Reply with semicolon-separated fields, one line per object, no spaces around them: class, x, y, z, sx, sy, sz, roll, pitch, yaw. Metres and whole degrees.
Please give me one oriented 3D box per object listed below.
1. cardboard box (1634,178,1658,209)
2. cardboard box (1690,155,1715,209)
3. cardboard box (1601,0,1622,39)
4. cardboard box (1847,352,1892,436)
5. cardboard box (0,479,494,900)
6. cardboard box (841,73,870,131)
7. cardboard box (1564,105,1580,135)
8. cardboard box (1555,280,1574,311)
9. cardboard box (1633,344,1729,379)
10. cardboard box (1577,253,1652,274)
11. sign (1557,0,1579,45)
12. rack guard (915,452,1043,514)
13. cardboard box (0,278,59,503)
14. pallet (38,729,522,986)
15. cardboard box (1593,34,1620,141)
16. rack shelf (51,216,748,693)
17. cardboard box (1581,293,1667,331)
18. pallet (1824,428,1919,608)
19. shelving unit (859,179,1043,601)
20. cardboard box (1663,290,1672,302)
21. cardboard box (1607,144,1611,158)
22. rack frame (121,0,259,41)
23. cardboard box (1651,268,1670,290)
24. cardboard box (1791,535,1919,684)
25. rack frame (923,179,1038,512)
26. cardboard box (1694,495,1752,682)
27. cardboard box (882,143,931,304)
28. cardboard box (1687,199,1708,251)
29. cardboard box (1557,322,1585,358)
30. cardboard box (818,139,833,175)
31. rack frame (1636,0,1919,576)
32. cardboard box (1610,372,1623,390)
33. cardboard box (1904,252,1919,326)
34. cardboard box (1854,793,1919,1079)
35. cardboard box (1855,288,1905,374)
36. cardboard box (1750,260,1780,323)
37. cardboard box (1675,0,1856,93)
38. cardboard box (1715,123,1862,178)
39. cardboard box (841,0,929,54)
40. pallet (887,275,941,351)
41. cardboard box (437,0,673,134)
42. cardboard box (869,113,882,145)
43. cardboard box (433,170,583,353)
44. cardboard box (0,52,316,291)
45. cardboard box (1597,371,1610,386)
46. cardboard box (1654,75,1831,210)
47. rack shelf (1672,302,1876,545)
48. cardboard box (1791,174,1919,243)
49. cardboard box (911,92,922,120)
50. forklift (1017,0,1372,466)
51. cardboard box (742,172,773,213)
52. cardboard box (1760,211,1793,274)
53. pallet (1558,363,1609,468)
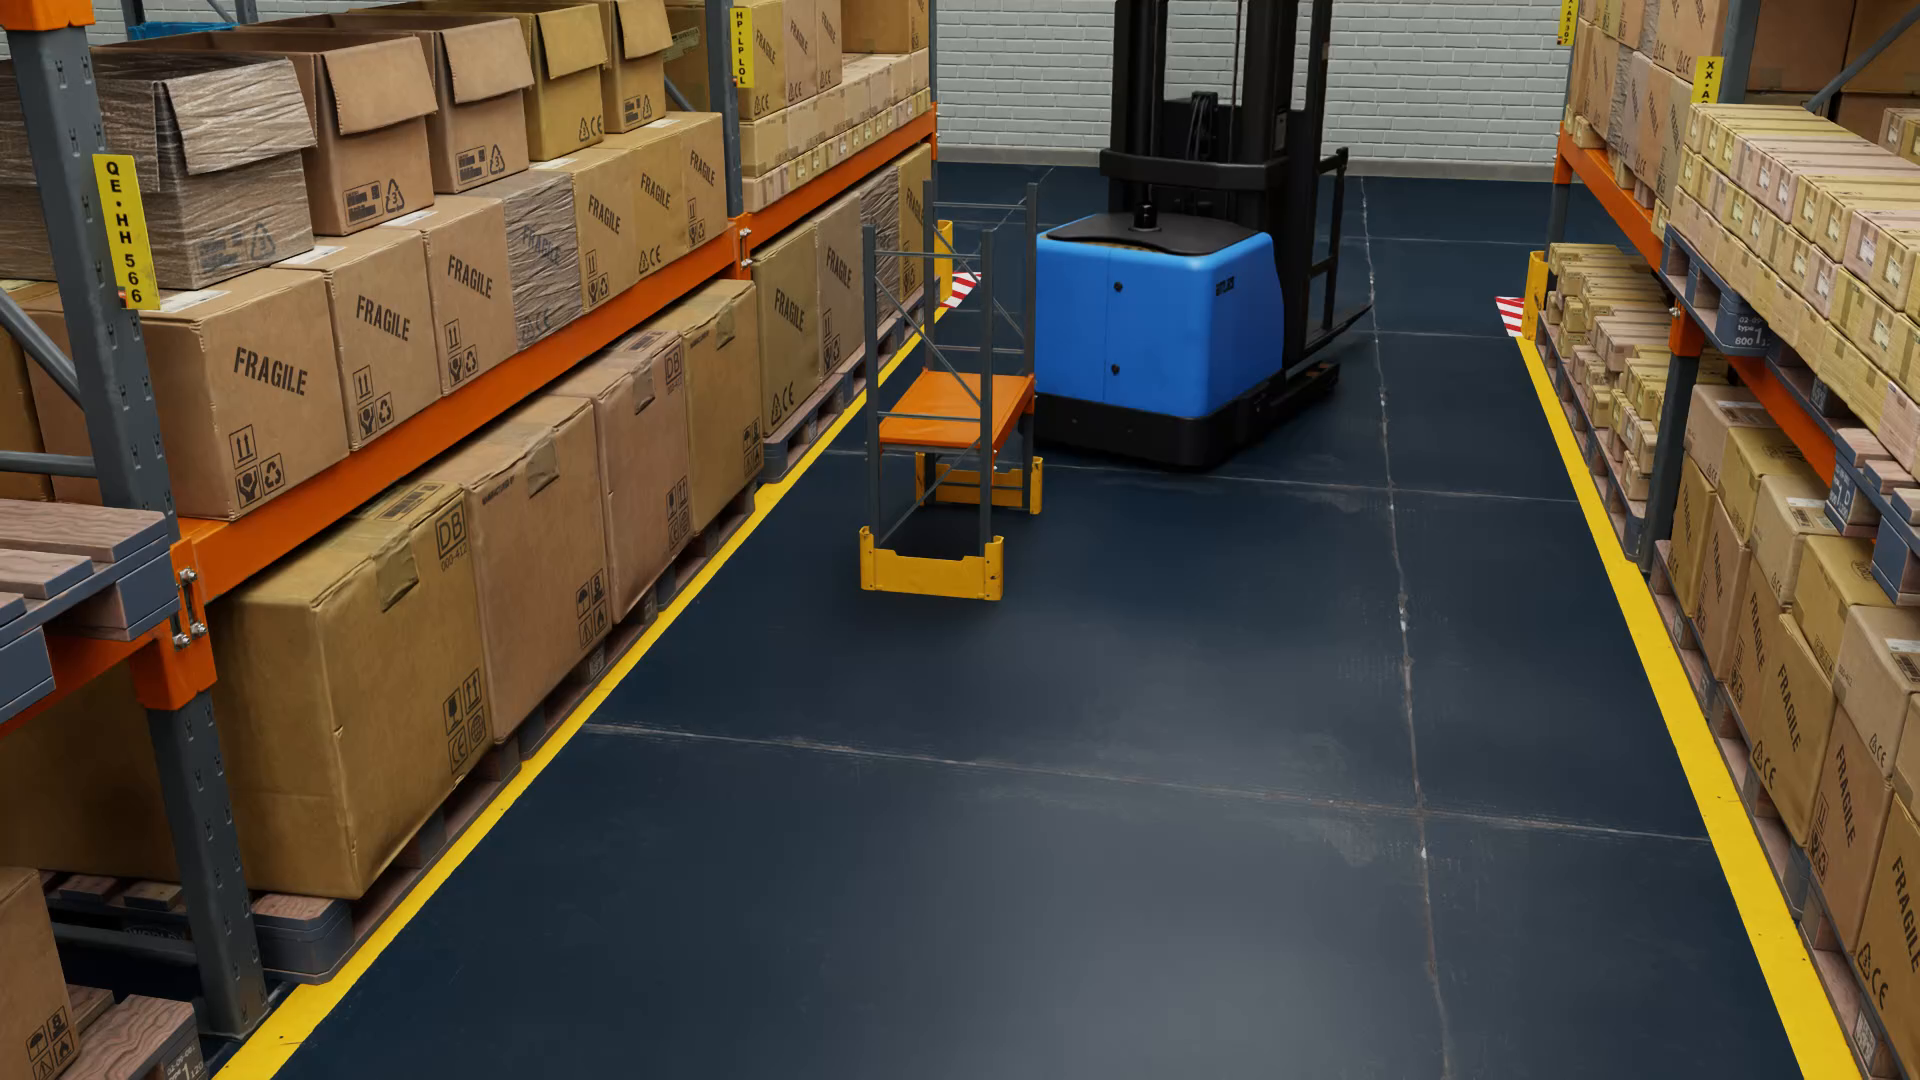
cardboard box;3.356;-1.625;7.709;0.380;0.149;0.250;3;22;9
cardboard box;2.784;-1.242;5.797;0.380;0.149;0.250;4;22;10
cardboard box;3.605;-2.823;8.477;0.500;0.500;0.500;4;22;10
cardboard box;2.359;-0.336;3.946;0.380;0.149;0.250;4;22;10
cardboard box;-2.125;0.359;4.730;1.225;0.875;0.875;3;22;8
cardboard box;-0.802;-2.416;9.139;0.500;0.250;0.500;4;22;11
cardboard box;3.795;-2.482;9.838;0.380;0.149;0.250;4;22;10
cardboard box;3.712;-1.435;9.756;0.380;0.149;0.250;4;22;11
cardboard box;3.370;-0.805;7.794;0.380;0.149;0.250;5;23;13
cardboard box;3.804;-1.565;9.681;0.380;0.149;0.250;5;22;12
sign;3.650;-3.135;9.964;0.100;0.325;0.005;4;22;11
rack guard;0.086;-0.270;7.690;0.587;0.250;0.087;4;22;11
cardboard box;-2.428;-0.427;4.265;0.500;0.500;0.500;5;23;13
pallet;-2.051;0.829;5.011;1.003;0.211;1.213;4;22;11
cardboard box;3.623;-2.357;8.660;0.500;0.500;0.500;5;22;12
rack shelf;-1.878;-0.579;5.739;1.077;0.370;4.000;4;22;11
cardboard box;3.493;-1.192;8.756;0.380;0.149;0.250;5;22;12
pallet;2.590;0.054;3.461;1.213;0.211;1.003;4;22;11
shelving unit;-0.016;-0.668;7.004;0.587;1.500;1.083;4;22;11
cardboard box;4.247;-1.396;9.661;0.380;0.149;0.250;4;22;10
cardboard box;3.678;-2.089;8.862;0.380;0.149;0.250;4;22;10
rack frame;-5.502;-3.485;11.991;1.000;3.000;0.127;4;22;11
cardboard box;4.214;-1.540;9.620;0.380;0.149;0.250;5;22;12
cardboard box;2.644;0.210;4.597;0.500;0.250;0.500;5;22;12
rack frame;0.086;-0.850;7.458;0.500;1.500;0.032;4;22;11
cardboard box;2.849;0.179;5.678;0.500;0.500;0.500;5;23;13
cardboard box;-0.706;-2.076;10.776;0.875;0.875;0.875;4;22;11
cardboard box;2.784;-1.097;5.836;0.380;0.149;0.250;5;22;12
cardboard box;3.585;-1.119;9.370;0.380;0.149;0.250;5;22;12
cardboard box;-0.873;-1.993;8.623;0.380;0.149;0.250;4;22;10
rack frame;3.365;-1.229;6.391;1.000;3.000;0.127;4;22;11
cardboard box;3.379;-0.757;8.074;0.380;0.149;0.250;5;22;12
cardboard box;2.307;-0.522;3.613;0.380;0.149;0.250;5;23;13
cardboard box;2.428;0.938;3.794;0.500;0.500;0.500;4;22;11
cardboard box;2.360;-0.484;3.915;0.380;0.149;0.250;5;22;11
cardboard box;2.574;-0.721;4.902;0.380;0.149;0.250;4;22;10
cardboard box;3.197;-2.070;6.608;0.500;0.500;0.500;4;22;9
cardboard box;2.729;-1.278;5.491;0.380;0.149;0.250;5;22;11
cardboard box;-0.496;-3.325;10.394;0.500;0.500;0.500;5;22;12
pallet;-0.740;-1.515;10.834;1.003;0.211;1.213;4;22;11
cardboard box;-1.592;-1.922;6.634;0.797;0.503;0.637;4;22;10
cardboard box;-0.663;-2.367;9.551;0.380;0.149;0.250;5;22;11
cardboard box;-1.612;-0.944;5.548;0.500;0.500;0.500;5;22;11
cardboard box;-2.121;-0.959;4.244;0.797;0.503;0.637;5;23;13
cardboard box;3.442;-0.740;8.429;0.380;0.149;0.250;5;22;12
cardboard box;3.188;-1.612;6.809;0.500;0.500;0.500;4;22;11
rack shelf;2.957;-0.164;4.709;1.077;0.370;4.000;4;22;11
cardboard box;2.520;-0.903;4.557;0.380;0.149;0.250;5;23;13
cardboard box;-0.455;-2.740;10.478;0.380;0.149;0.250;5;22;11
forklift;1.500;-2.219;8.941;1.130;2.935;3.031;13;25;29
cardboard box;-1.084;-1.611;7.674;0.380;0.149;0.250;5;22;11
cardboard box;2.572;-0.856;4.840;0.380;0.149;0.250;4;22;10
pallet;3.715;-0.632;8.639;1.003;0.211;1.213;4;22;11
